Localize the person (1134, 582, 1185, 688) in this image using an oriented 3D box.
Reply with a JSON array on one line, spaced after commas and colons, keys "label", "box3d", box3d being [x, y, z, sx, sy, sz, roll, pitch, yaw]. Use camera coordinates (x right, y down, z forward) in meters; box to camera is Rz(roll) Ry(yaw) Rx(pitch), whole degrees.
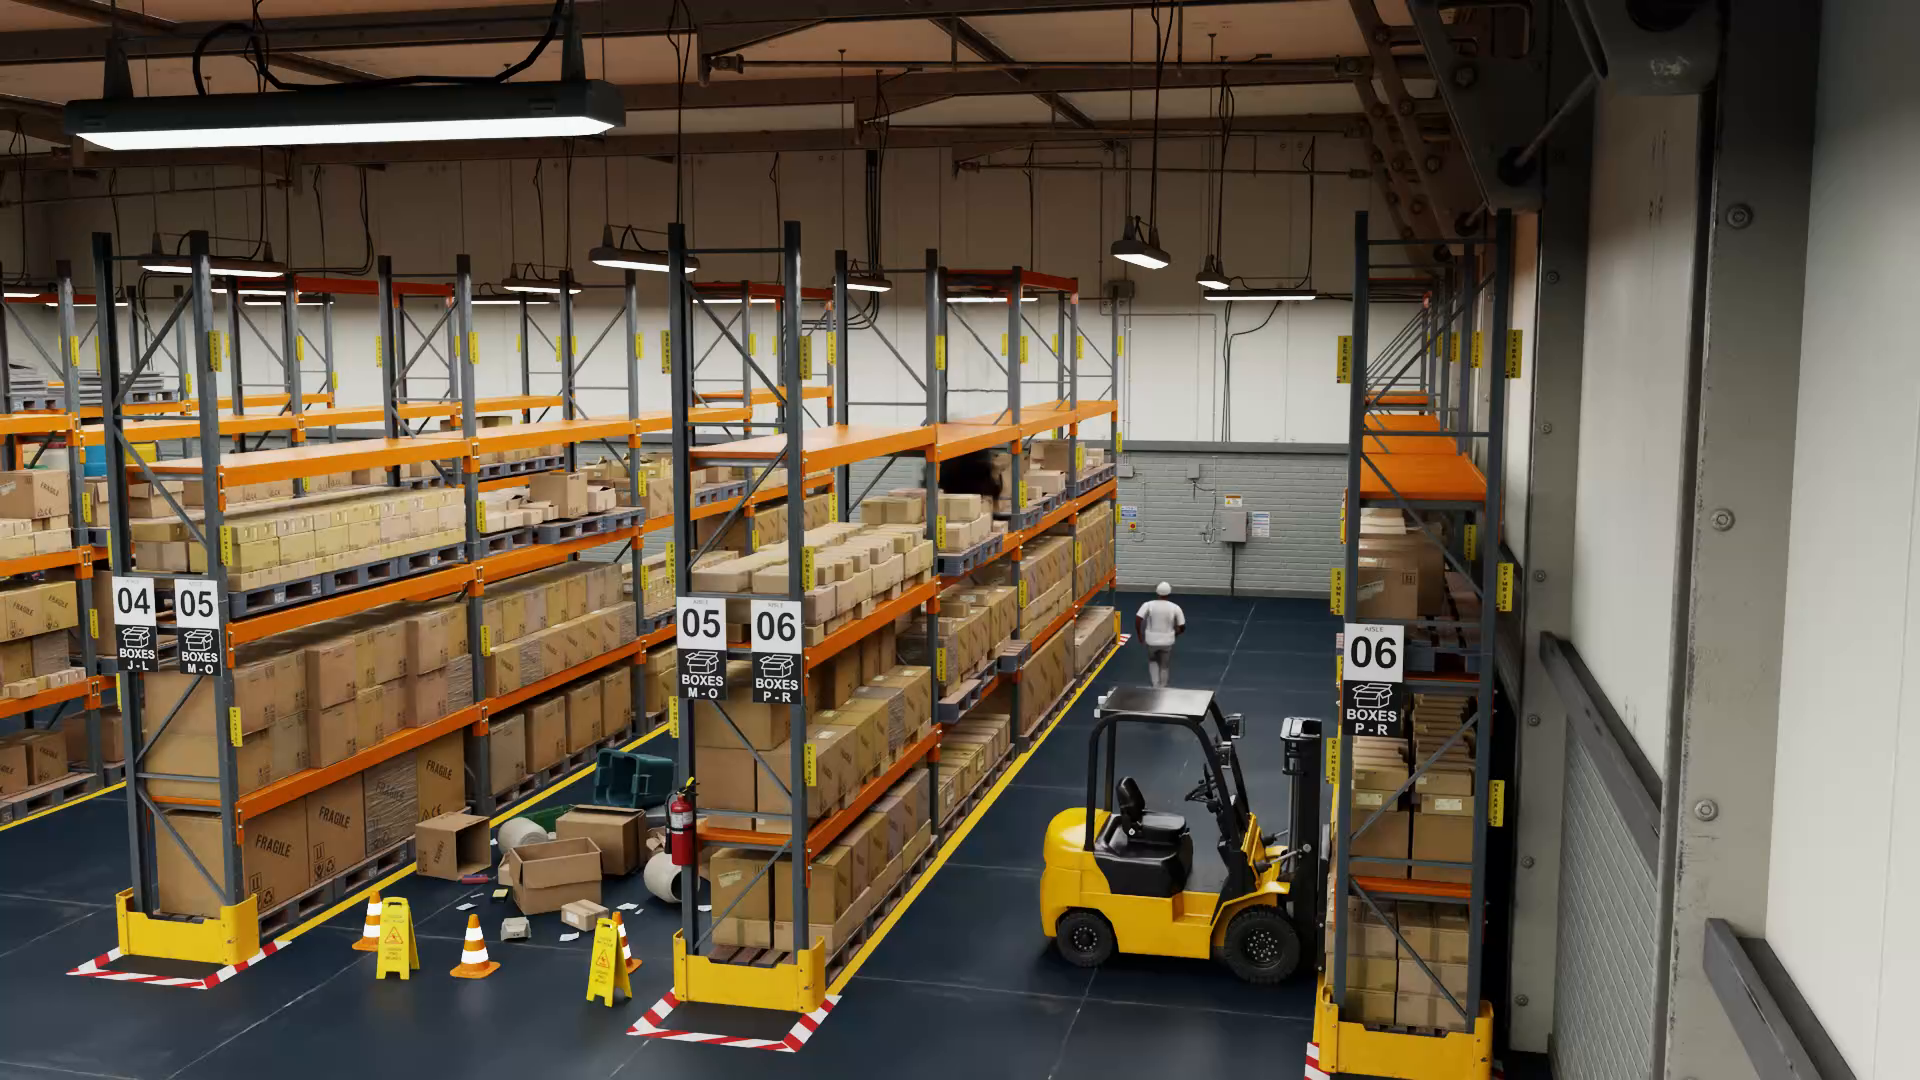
[{"label": "person", "box3d": [2.838, 1.439, 23.568, 0.704, 1.721, 0.555, 1, 7, 11]}]
